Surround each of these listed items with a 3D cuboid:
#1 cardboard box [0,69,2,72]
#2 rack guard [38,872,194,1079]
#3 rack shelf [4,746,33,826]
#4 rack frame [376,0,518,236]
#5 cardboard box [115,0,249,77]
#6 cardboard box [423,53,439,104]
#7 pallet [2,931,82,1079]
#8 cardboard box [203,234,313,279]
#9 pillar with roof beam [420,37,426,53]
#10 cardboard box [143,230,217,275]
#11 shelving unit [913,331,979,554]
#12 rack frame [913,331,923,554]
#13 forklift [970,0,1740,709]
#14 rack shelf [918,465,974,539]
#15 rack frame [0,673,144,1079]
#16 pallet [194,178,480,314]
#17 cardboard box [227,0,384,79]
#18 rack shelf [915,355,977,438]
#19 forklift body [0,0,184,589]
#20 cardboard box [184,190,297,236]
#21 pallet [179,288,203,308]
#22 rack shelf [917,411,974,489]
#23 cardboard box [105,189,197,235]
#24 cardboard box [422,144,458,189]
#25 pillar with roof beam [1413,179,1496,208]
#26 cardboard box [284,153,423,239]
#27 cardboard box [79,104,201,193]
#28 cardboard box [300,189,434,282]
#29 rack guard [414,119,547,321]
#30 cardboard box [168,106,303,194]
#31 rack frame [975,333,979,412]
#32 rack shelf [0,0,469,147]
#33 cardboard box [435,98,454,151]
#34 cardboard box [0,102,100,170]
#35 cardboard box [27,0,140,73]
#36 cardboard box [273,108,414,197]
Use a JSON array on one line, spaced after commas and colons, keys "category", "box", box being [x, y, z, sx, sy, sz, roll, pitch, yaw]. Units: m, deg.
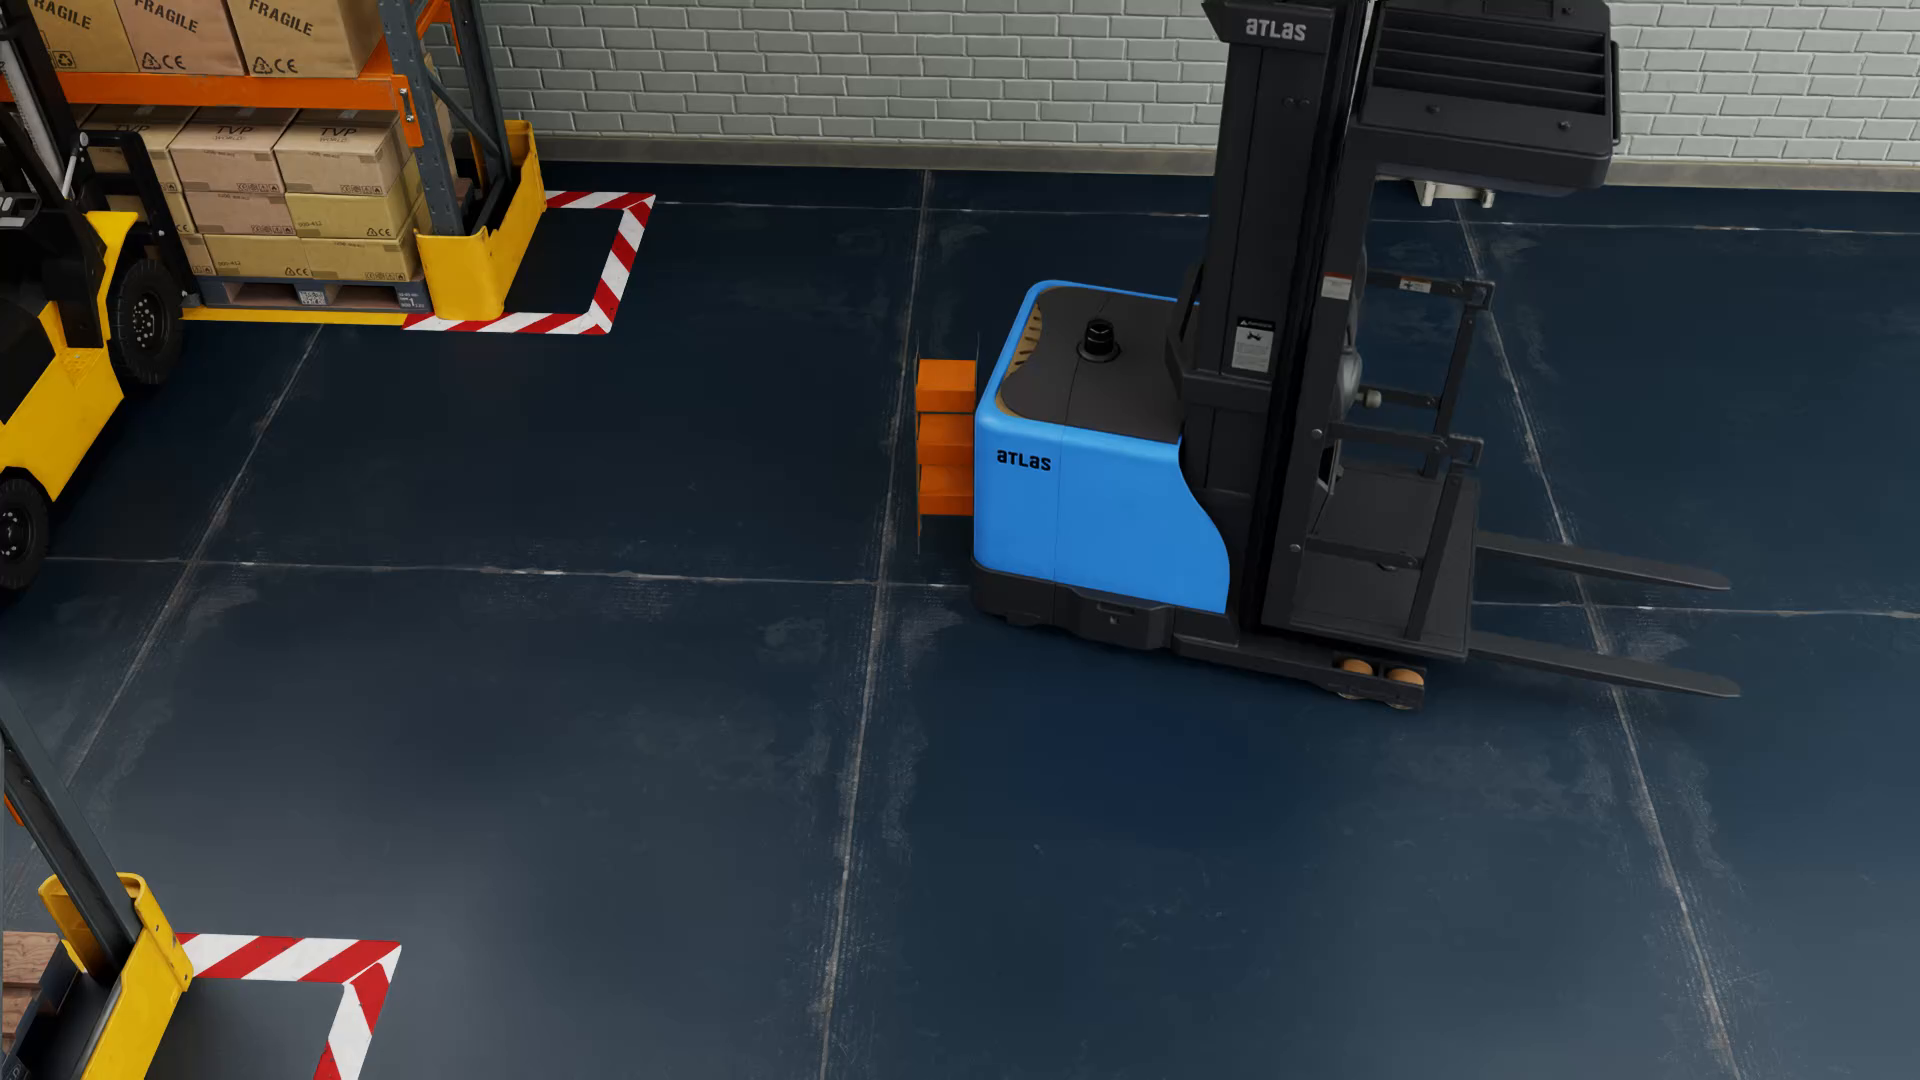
[{"category": "cardboard box", "box": [-4.577, -2.543, 7.791, 0.500, 0.500, 0.500, 2, 43, 2]}, {"category": "rack guard", "box": [-2.836, 1.668, 5.178, 0.348, 0.500, 1.175, 2, 43, 2]}, {"category": "rack shelf", "box": [-4.758, 0.957, 4.635, 4.000, 0.370, 1.077, 2, 43, 2]}, {"category": "rack frame", "box": [-2.541, -2.625, 7.952, 0.127, 3.000, 1.000, 2, 43, 2]}, {"category": "cardboard box", "box": [-3.562, -2.520, 7.766, 0.500, 0.500, 0.500, 3, 43, 3]}, {"category": "cardboard box", "box": [-3.012, -2.282, 8.560, 0.500, 0.250, 0.500, 1, 43, 1]}, {"category": "pallet", "box": [-3.646, 1.724, 5.329, 1.213, 0.211, 1.003, 2, 43, 2]}, {"category": "cardboard box", "box": [-3.521, -1.593, 8.554, 0.500, 0.250, 0.500, 2, 43, 2]}, {"category": "pillar with roof beam", "box": [-3.390, -2.523, 3.442, 0.400, 9.000, 9.100, 2, 43, 2]}, {"category": "cardboard box", "box": [-4.020, -1.615, 8.577, 0.500, 0.250, 0.500, 2, 43, 2]}, {"category": "shelving unit", "box": [-0.053, -0.386, 6.979, 0.252, 1.050, 0.215, 2, 43, 2]}, {"category": "rack frame", "box": [-0.175, -0.390, 6.983, 0.008, 1.050, 0.200, 2, 43, 2]}, {"category": "forklift", "box": [1.617, -0.805, 6.049, 3.031, 2.935, 1.130, 11, 44, 11]}, {"category": "rack shelf", "box": [-0.053, -0.175, 7.176, 0.240, 0.259, 0.215, 2, 43, 2]}, {"category": "rack frame", "box": [-2.761, 0.755, 4.324, 0.127, 3.000, 1.000, 2, 43, 2]}, {"category": "pallet", "box": [-3.307, -1.599, 8.897, 1.213, 0.211, 1.003, 2, 43, 2]}, {"category": "cardboard box", "box": [-3.044, -2.497, 7.742, 0.500, 0.500, 0.500, 1, 43, 1]}, {"category": "rack shelf", "box": [-0.053, -0.586, 6.793, 0.240, 0.259, 0.215, 2, 43, 2]}, {"category": "forklift body", "box": [-4.517, -1.130, 6.970, 1.214, 2.155, 2.313, 2, 43, 2]}, {"category": "cardboard box", "box": [-3.542, -1.780, 8.388, 0.500, 0.250, 0.500, 1, 43, 1]}, {"category": "pallet", "box": [-4.522, -1.639, 8.939, 1.213, 0.211, 1.003, 2, 43, 2]}, {"category": "rack shelf", "box": [-0.053, -0.378, 6.986, 0.240, 0.259, 0.215, 2, 43, 2]}, {"category": "cardboard box", "box": [-4.058, -1.781, 8.389, 0.500, 0.250, 0.500, 1, 43, 1]}, {"category": "cardboard box", "box": [-3.023, -1.920, 8.905, 0.500, 0.250, 0.500, 2, 43, 2]}, {"category": "pillar with roof beam", "box": [2.604, -2.339, 3.245, 0.400, 9.000, 9.100, 2, 43, 2]}, {"category": "cardboard box", "box": [-3.041, -1.757, 8.363, 0.500, 0.250, 0.500, 1, 43, 1]}, {"category": "cardboard box", "box": [-4.030, -1.960, 8.215, 0.500, 0.250, 0.500, 2, 43, 2]}, {"category": "cardboard box", "box": [-3.024, -1.571, 8.531, 0.500, 0.250, 0.500, 2, 43, 2]}, {"category": "rack guard", "box": [-2.517, -1.709, 8.803, 0.348, 0.500, 1.175, 2, 43, 2]}, {"category": "cardboard box", "box": [-3.525, -1.951, 8.205, 0.500, 0.250, 0.500, 2, 43, 3]}, {"category": "rack frame", "box": [0.068, -0.382, 6.975, 0.008, 1.050, 0.200, 2, 43, 2]}, {"category": "rack shelf", "box": [-4.539, -2.423, 8.263, 4.000, 0.370, 1.077, 2, 43, 2]}, {"category": "cardboard box", "box": [-3.001, -2.111, 8.743, 0.500, 0.250, 0.500, 2, 43, 3]}, {"category": "cardboard box", "box": [-4.535, -1.981, 8.237, 0.500, 0.250, 0.500, 1, 43, 1]}, {"category": "cardboard box", "box": [-4.074, -2.535, 7.783, 0.500, 0.500, 0.500, 1, 43, 1]}, {"category": "cardboard box", "box": [-3.015, -1.940, 8.193, 0.500, 0.250, 0.500, 3, 43, 3]}]
